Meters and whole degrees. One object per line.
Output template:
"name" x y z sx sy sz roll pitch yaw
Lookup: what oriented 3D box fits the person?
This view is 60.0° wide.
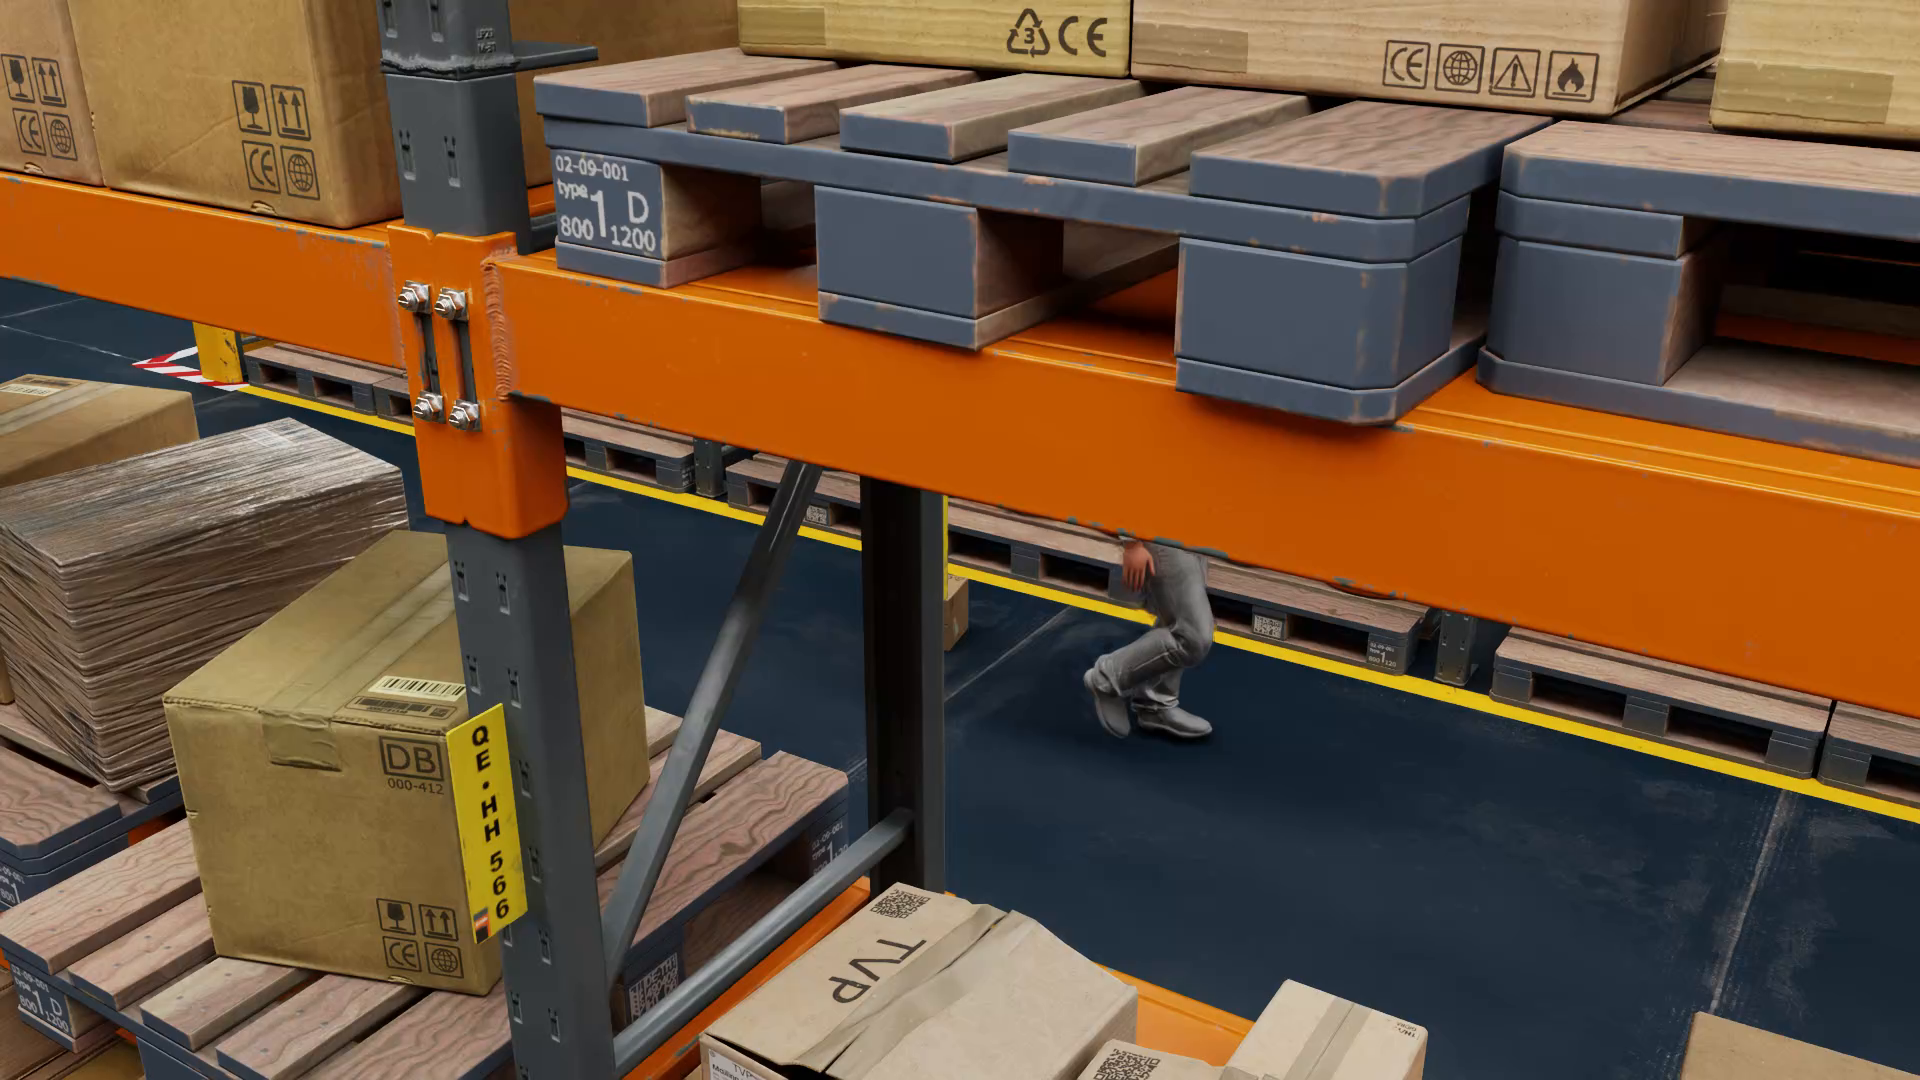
"person" 0.752 -0.063 6.141 0.499 1.766 0.562 10 25 22
